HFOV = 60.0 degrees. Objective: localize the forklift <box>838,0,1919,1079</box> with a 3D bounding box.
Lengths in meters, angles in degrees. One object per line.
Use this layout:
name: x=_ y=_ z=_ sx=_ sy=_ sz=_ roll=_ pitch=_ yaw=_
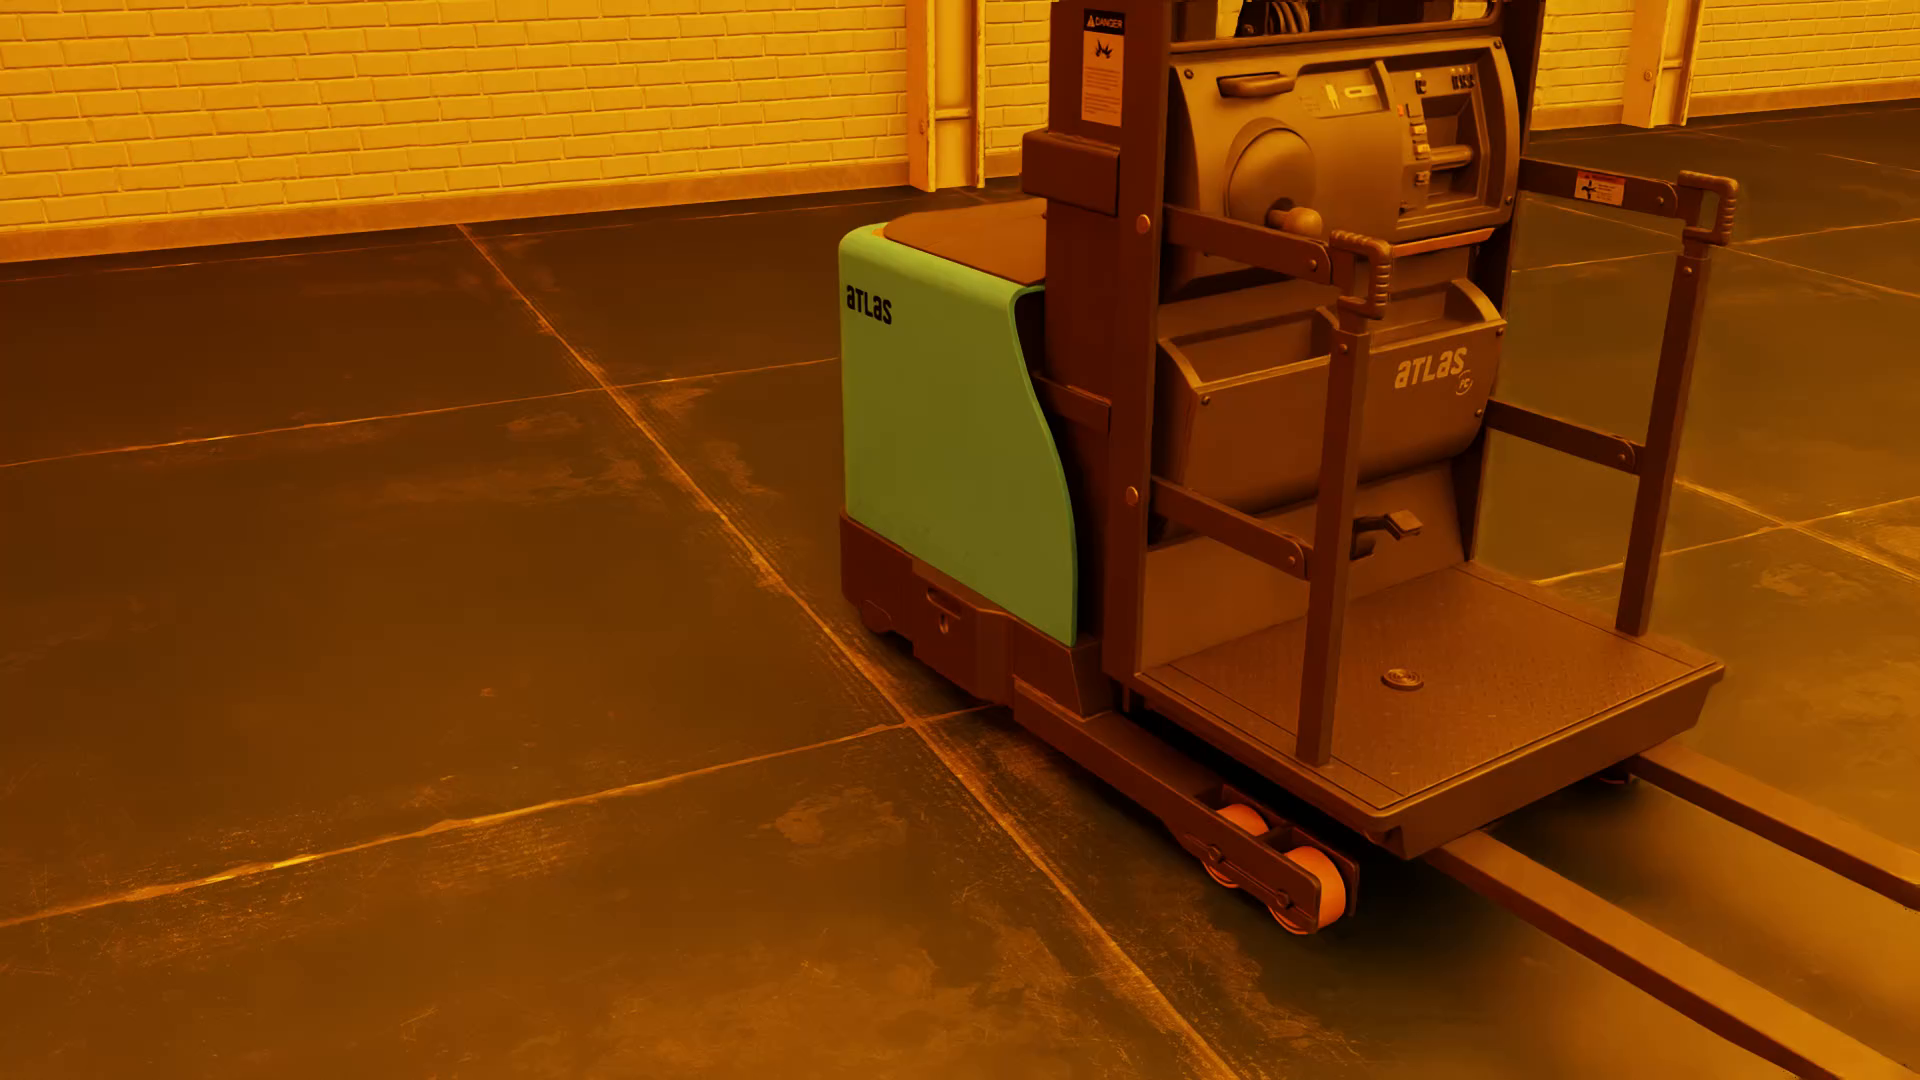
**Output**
forklift: x=0.925 y=-0.793 z=3.195 sx=1.130 sy=2.935 sz=3.031 roll=-15 pitch=27 yaw=-32
